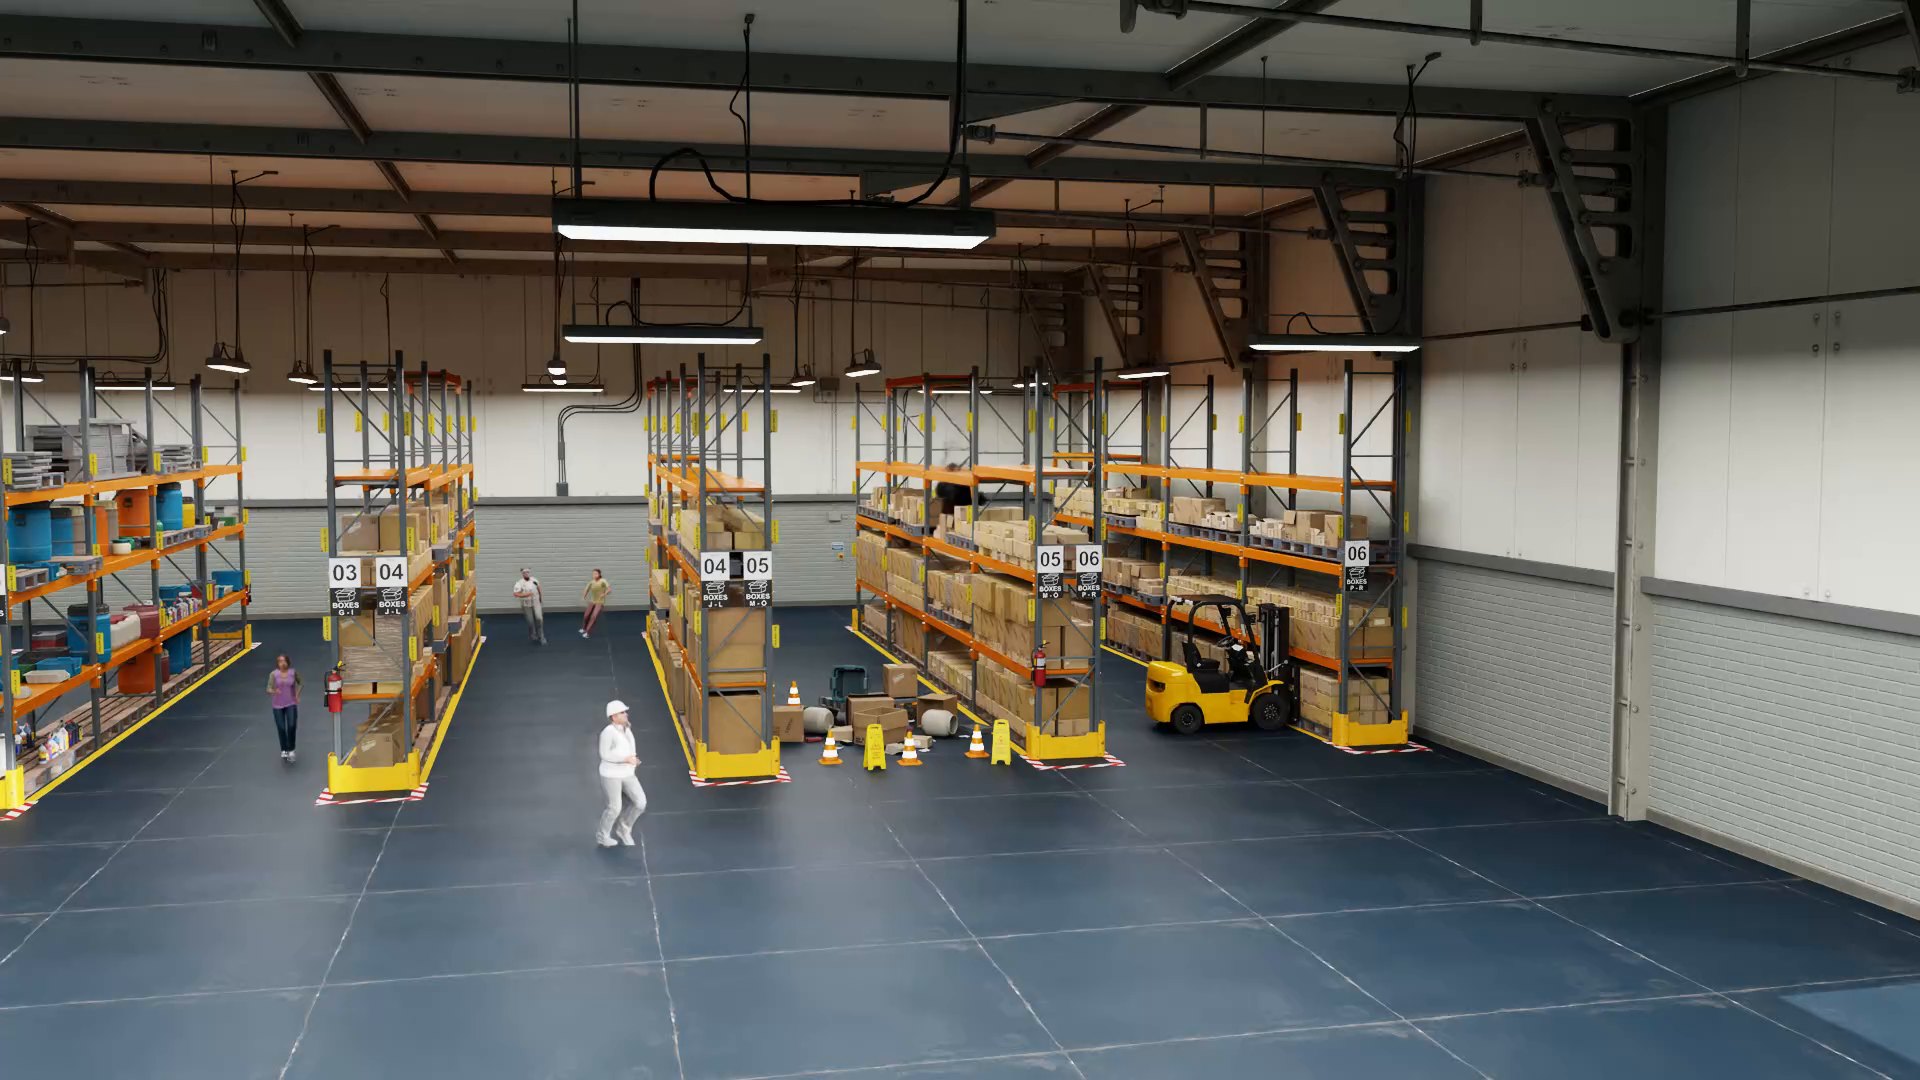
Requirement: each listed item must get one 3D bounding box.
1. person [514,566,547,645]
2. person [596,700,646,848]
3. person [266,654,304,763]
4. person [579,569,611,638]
[{"bbox_3d":[-9.857,1.486,37.985,0.668,1.793,0.799,-2,4,-26],"label":"person"},{"bbox_3d":[-3.993,2.770,19.546,0.700,1.781,0.649,2,4,25],"label":"person"},{"bbox_3d":[-9.993,2.492,24.635,0.517,1.608,0.639,-2,4,-21],"label":"person"},{"bbox_3d":[-8.653,1.469,39.091,0.869,1.600,0.790,1,4,14],"label":"person"}]
